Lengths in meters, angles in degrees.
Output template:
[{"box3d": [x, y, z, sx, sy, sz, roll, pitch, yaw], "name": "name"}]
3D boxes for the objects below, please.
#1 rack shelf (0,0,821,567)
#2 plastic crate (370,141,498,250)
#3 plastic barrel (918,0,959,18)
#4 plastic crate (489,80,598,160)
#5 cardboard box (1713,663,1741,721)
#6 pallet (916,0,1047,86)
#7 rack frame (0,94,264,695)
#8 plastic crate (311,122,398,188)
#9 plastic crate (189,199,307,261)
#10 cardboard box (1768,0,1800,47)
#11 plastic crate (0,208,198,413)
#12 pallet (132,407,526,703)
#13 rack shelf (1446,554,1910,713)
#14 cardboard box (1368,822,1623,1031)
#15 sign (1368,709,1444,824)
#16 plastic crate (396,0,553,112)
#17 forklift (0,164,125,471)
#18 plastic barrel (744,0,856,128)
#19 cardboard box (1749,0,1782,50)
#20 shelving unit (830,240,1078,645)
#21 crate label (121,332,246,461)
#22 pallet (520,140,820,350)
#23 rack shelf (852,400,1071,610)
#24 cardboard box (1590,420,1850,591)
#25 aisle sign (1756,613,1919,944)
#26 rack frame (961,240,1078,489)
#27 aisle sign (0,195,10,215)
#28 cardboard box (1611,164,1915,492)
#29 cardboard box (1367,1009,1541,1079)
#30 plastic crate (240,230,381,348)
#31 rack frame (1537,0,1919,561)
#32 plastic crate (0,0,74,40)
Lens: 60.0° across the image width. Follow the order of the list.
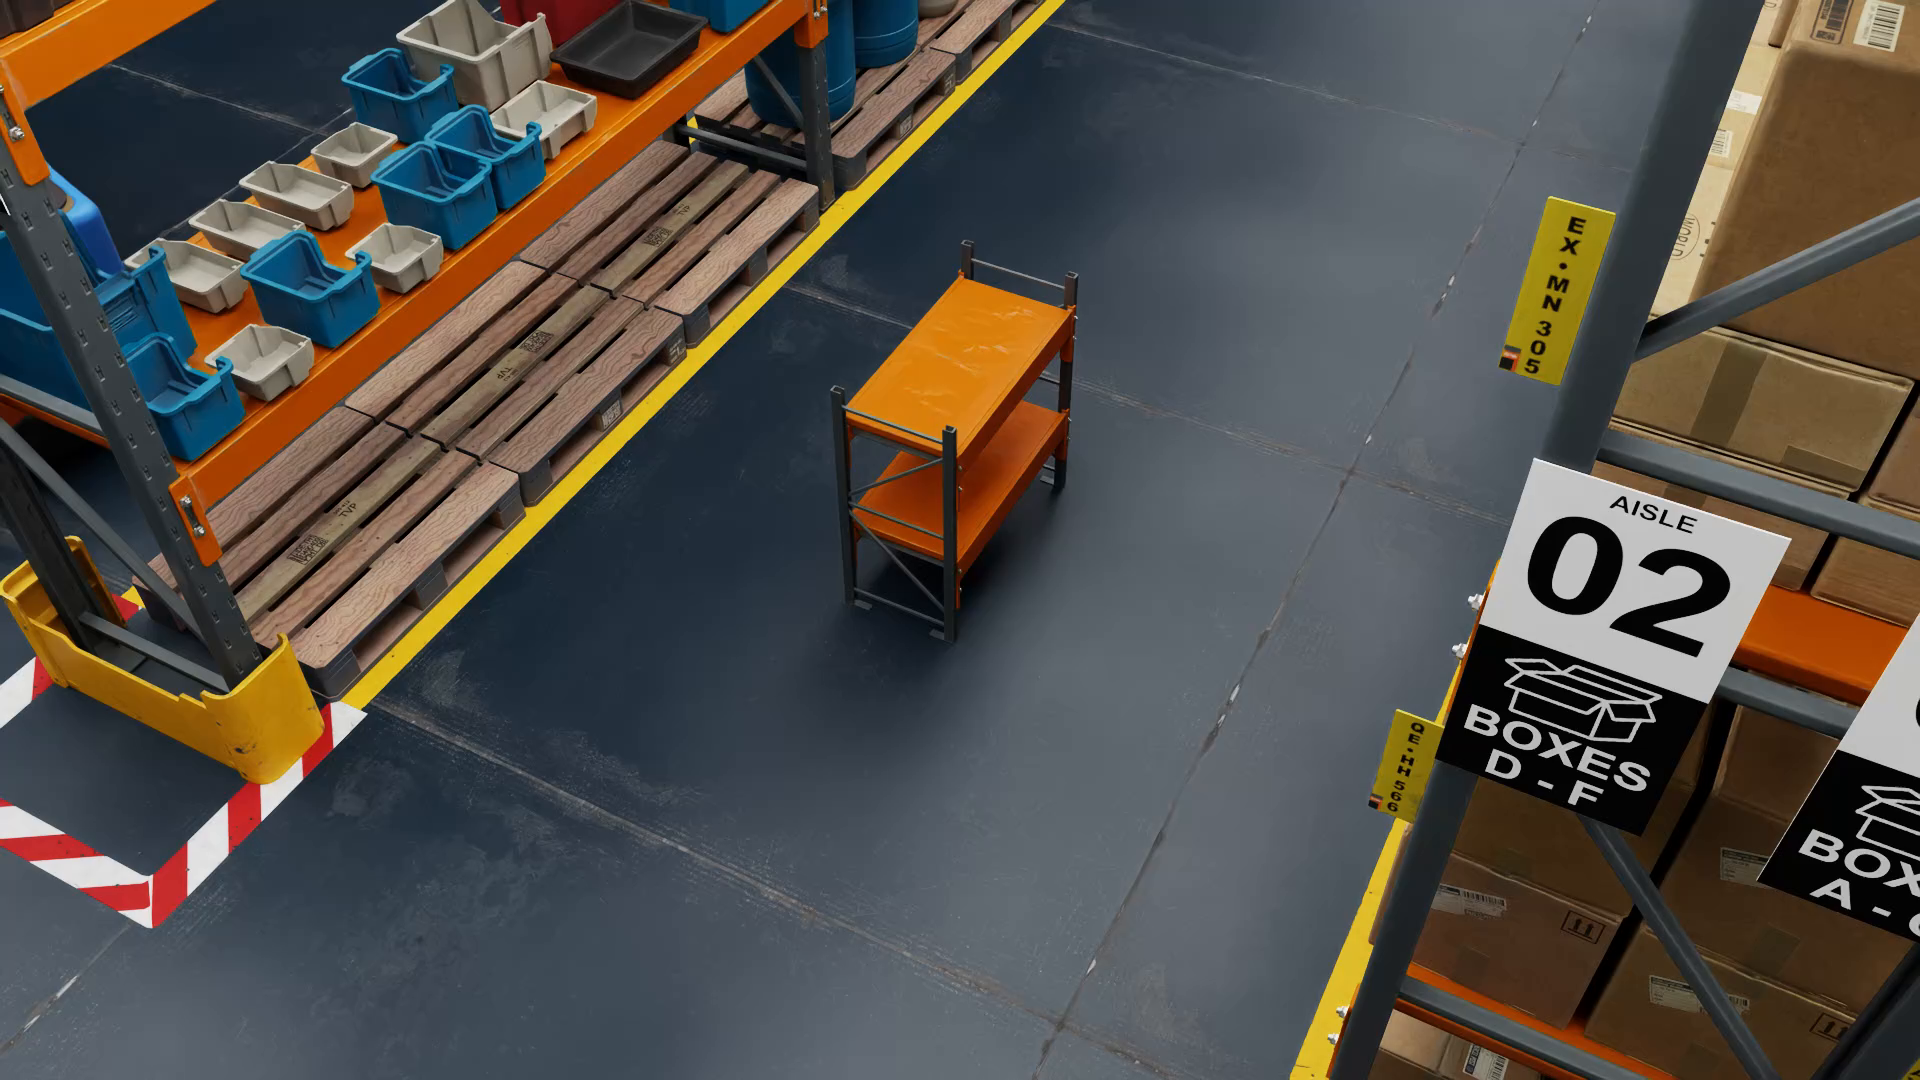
[{"box3d": [-2.059, -1.462, 6.871, 1.077, 0.370, 4.000, 20, 49, 19], "name": "rack shelf"}, {"box3d": [-1.970, -1.293, 6.274, 0.416, 0.233, 0.300, 20, 49, 19], "name": "plastic crate"}, {"box3d": [-0.193, -3.357, 9.693, 0.421, 0.512, 0.421, 0, 45, 0], "name": "plastic barrel"}, {"box3d": [-1.672, -1.707, 6.751, 0.293, 0.136, 0.466, 20, 49, 19], "name": "plastic crate"}, {"box3d": [2.074, 0.272, 3.878, 0.500, 0.500, 0.500, 21, 49, 19], "name": "cardboard box"}, {"box3d": [-0.170, -3.238, 10.082, 1.003, 0.211, 1.213, 20, 49, 19], "name": "pallet"}, {"box3d": [-2.987, -0.455, 5.370, 1.000, 3.000, 0.127, 20, 49, 19], "name": "rack frame"}, {"box3d": [-2.393, -1.510, 6.557, 0.298, 0.136, 0.250, 20, 49, 19], "name": "plastic crate"}, {"box3d": [-2.622, -1.134, 6.185, 0.396, 0.136, 0.243, 20, 49, 19], "name": "plastic crate"}, {"box3d": [2.067, -1.224, 3.249, 0.700, 0.500, 0.500, 20, 49, 19], "name": "cardboard box"}, {"box3d": [-2.997, -0.761, 5.606, 0.616, 0.435, 0.499, 20, 49, 19], "name": "plastic crate"}, {"box3d": [-2.570, 0.019, 6.863, 1.003, 0.211, 1.213, 20, 49, 19], "name": "pallet"}, {"box3d": [2.327, -0.878, 4.186, 1.077, 0.370, 4.000, 20, 49, 19], "name": "rack shelf"}, {"box3d": [1.365, 0.776, 4.084, 0.500, 0.500, 0.500, 22, 49, 20], "name": "cardboard box"}, {"box3d": [0.916, 0.469, 3.421, 0.100, 0.325, 0.005, 20, 49, 19], "name": "sign"}, {"box3d": [-2.002, -2.053, 6.991, 0.437, 0.282, 0.530, 20, 49, 19], "name": "plastic crate"}, {"box3d": [-4.990, -2.132, 7.076, 3.031, 2.935, 1.130, 34, 54, 29], "name": "forklift"}, {"box3d": [-0.863, -2.722, 8.791, 0.600, 0.901, 0.708, 20, 49, 19], "name": "plastic barrel"}, {"box3d": [1.878, -1.031, 3.585, 0.500, 0.250, 0.500, 20, 49, 19], "name": "cardboard box"}, {"box3d": [-0.003, -0.391, 6.626, 0.538, 1.125, 1.048, 20, 49, 19], "name": "shelving unit"}, {"box3d": [-2.581, -0.464, 5.455, 0.416, 0.233, 0.303, 20, 49, 19], "name": "crate label"}, {"box3d": [-1.437, -1.518, 8.382, 1.003, 0.211, 1.213, 20, 49, 19], "name": "pallet"}, {"box3d": [-0.003, -0.219, 6.800, 0.538, 0.278, 1.000, 20, 49, 19], "name": "rack shelf"}, {"box3d": [1.403, -0.229, 3.144, 0.500, 0.250, 0.500, 20, 49, 19], "name": "cardboard box"}, {"box3d": [1.627, 0.409, 2.689, 0.394, 0.787, 0.004, 20, 49, 19], "name": "aisle sign"}, {"box3d": [0.233, -0.711, 6.942, 0.500, 1.125, 0.032, 20, 49, 19], "name": "rack frame"}, {"box3d": [-2.757, -1.225, 4.304, 0.394, 0.787, 0.004, 20, 49, 19], "name": "aisle sign"}, {"box3d": [1.411, -0.402, 2.963, 0.500, 0.250, 0.500, 20, 49, 19], "name": "cardboard box"}, {"box3d": [1.433, 1.483, 4.903, 0.500, 0.500, 0.500, 20, 49, 19], "name": "cardboard box"}, {"box3d": [-2.275, -0.878, 5.865, 0.416, 0.233, 0.300, 20, 49, 19], "name": "plastic crate"}, {"box3d": [1.398, -0.926, 1.618, 1.000, 3.000, 0.127, 20, 49, 19], "name": "rack frame"}, {"box3d": [-2.562, -1.614, 4.499, 0.497, 0.269, 0.590, 20, 49, 19], "name": "plastic crate"}]
